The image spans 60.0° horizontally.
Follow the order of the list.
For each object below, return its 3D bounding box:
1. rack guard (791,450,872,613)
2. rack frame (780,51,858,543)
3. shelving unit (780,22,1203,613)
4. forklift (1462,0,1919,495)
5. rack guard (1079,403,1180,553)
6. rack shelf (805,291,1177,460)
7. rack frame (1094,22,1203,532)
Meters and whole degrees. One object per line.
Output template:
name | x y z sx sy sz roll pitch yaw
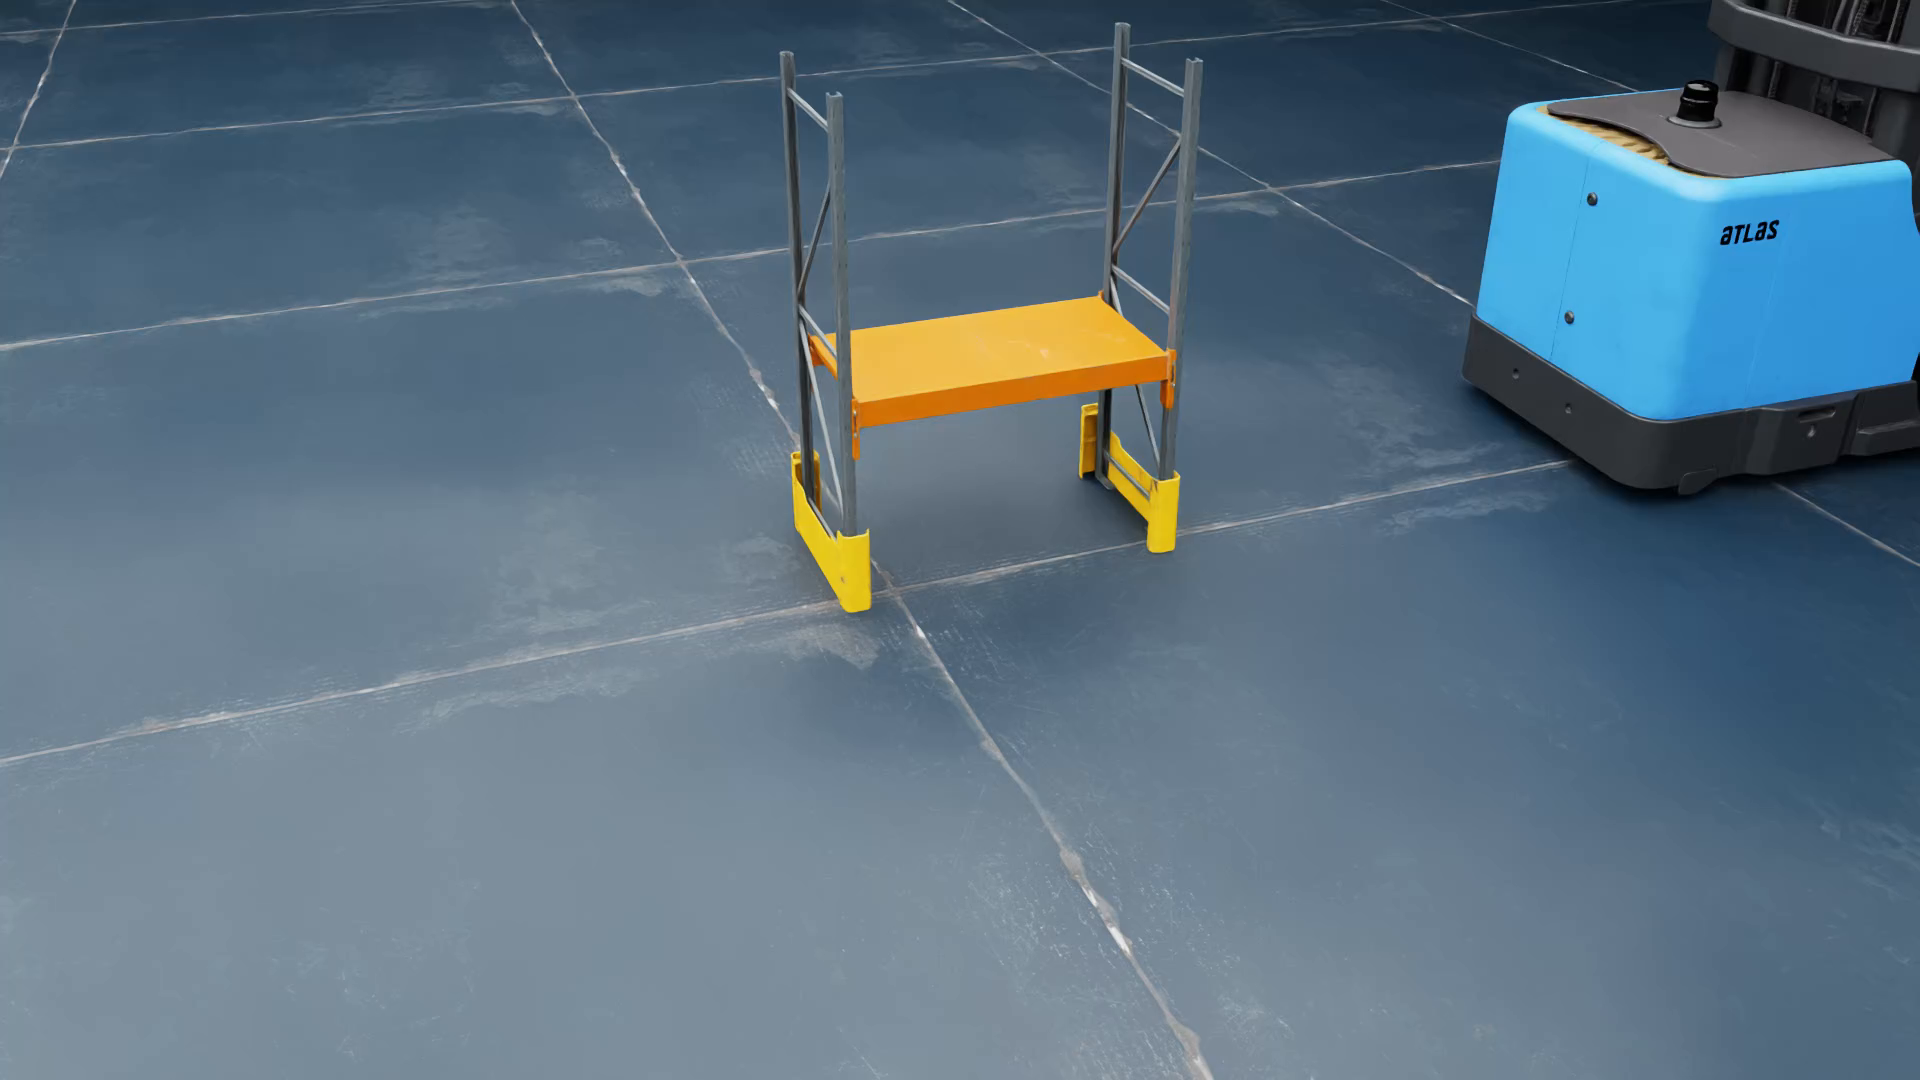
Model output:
rack guard | -0.395 -0.036 5.060 0.087 0.250 0.587 -10 31 -18
rack frame | -0.396 -0.579 4.751 0.032 1.500 0.500 -10 31 -18
shelving unit | 0.071 -0.665 4.902 1.083 1.500 0.587 -10 31 -18
forklift | 3.442 -1.846 5.529 3.031 2.935 1.130 -9 31 -16
rack guard | 0.538 -0.208 5.362 0.087 0.250 0.587 -10 31 -18
rack shelf | 0.080 -0.510 4.994 1.000 0.185 0.538 -10 31 -18
rack frame | 0.556 -0.754 5.059 0.032 1.500 0.500 -10 31 -18
